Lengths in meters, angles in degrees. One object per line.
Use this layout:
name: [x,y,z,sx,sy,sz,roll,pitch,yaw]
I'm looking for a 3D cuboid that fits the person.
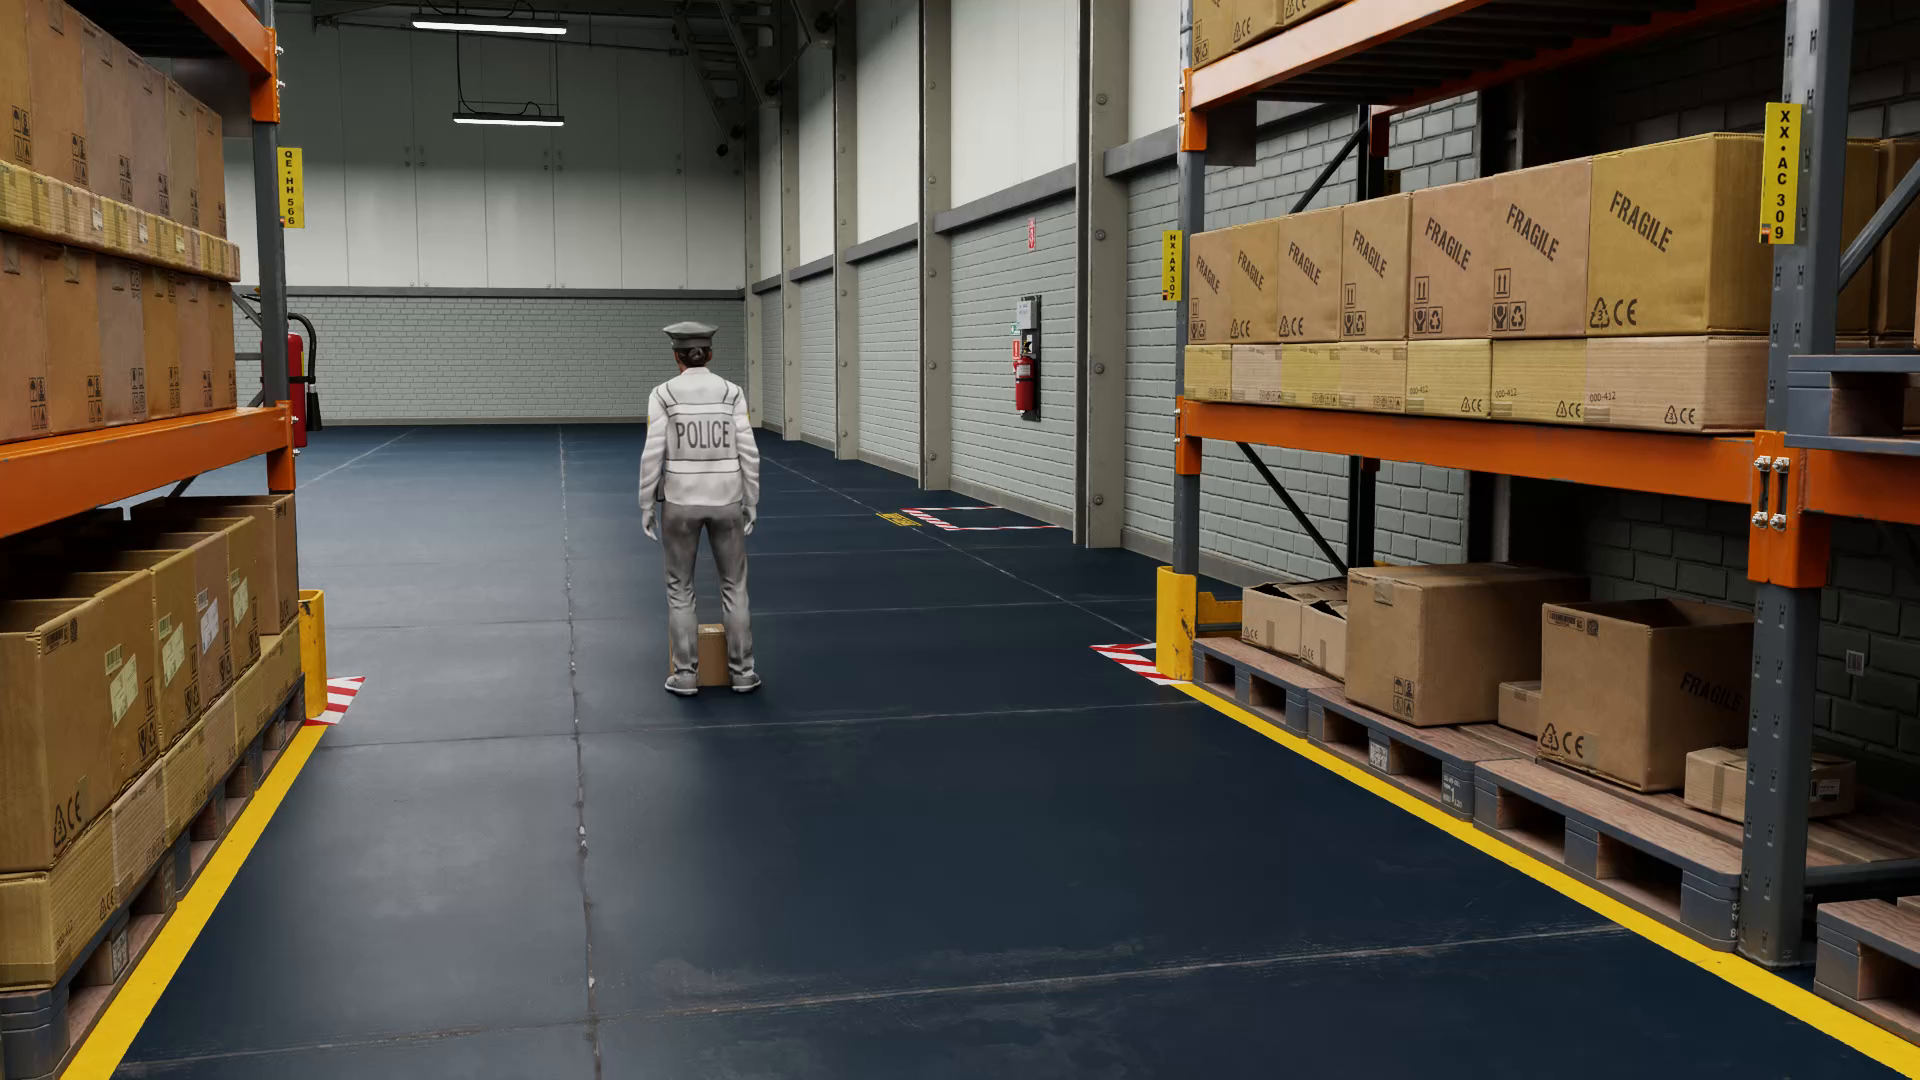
person: [-1.160,-0.141,7.441,0.546,1.667,0.369,-2,7,-17]
